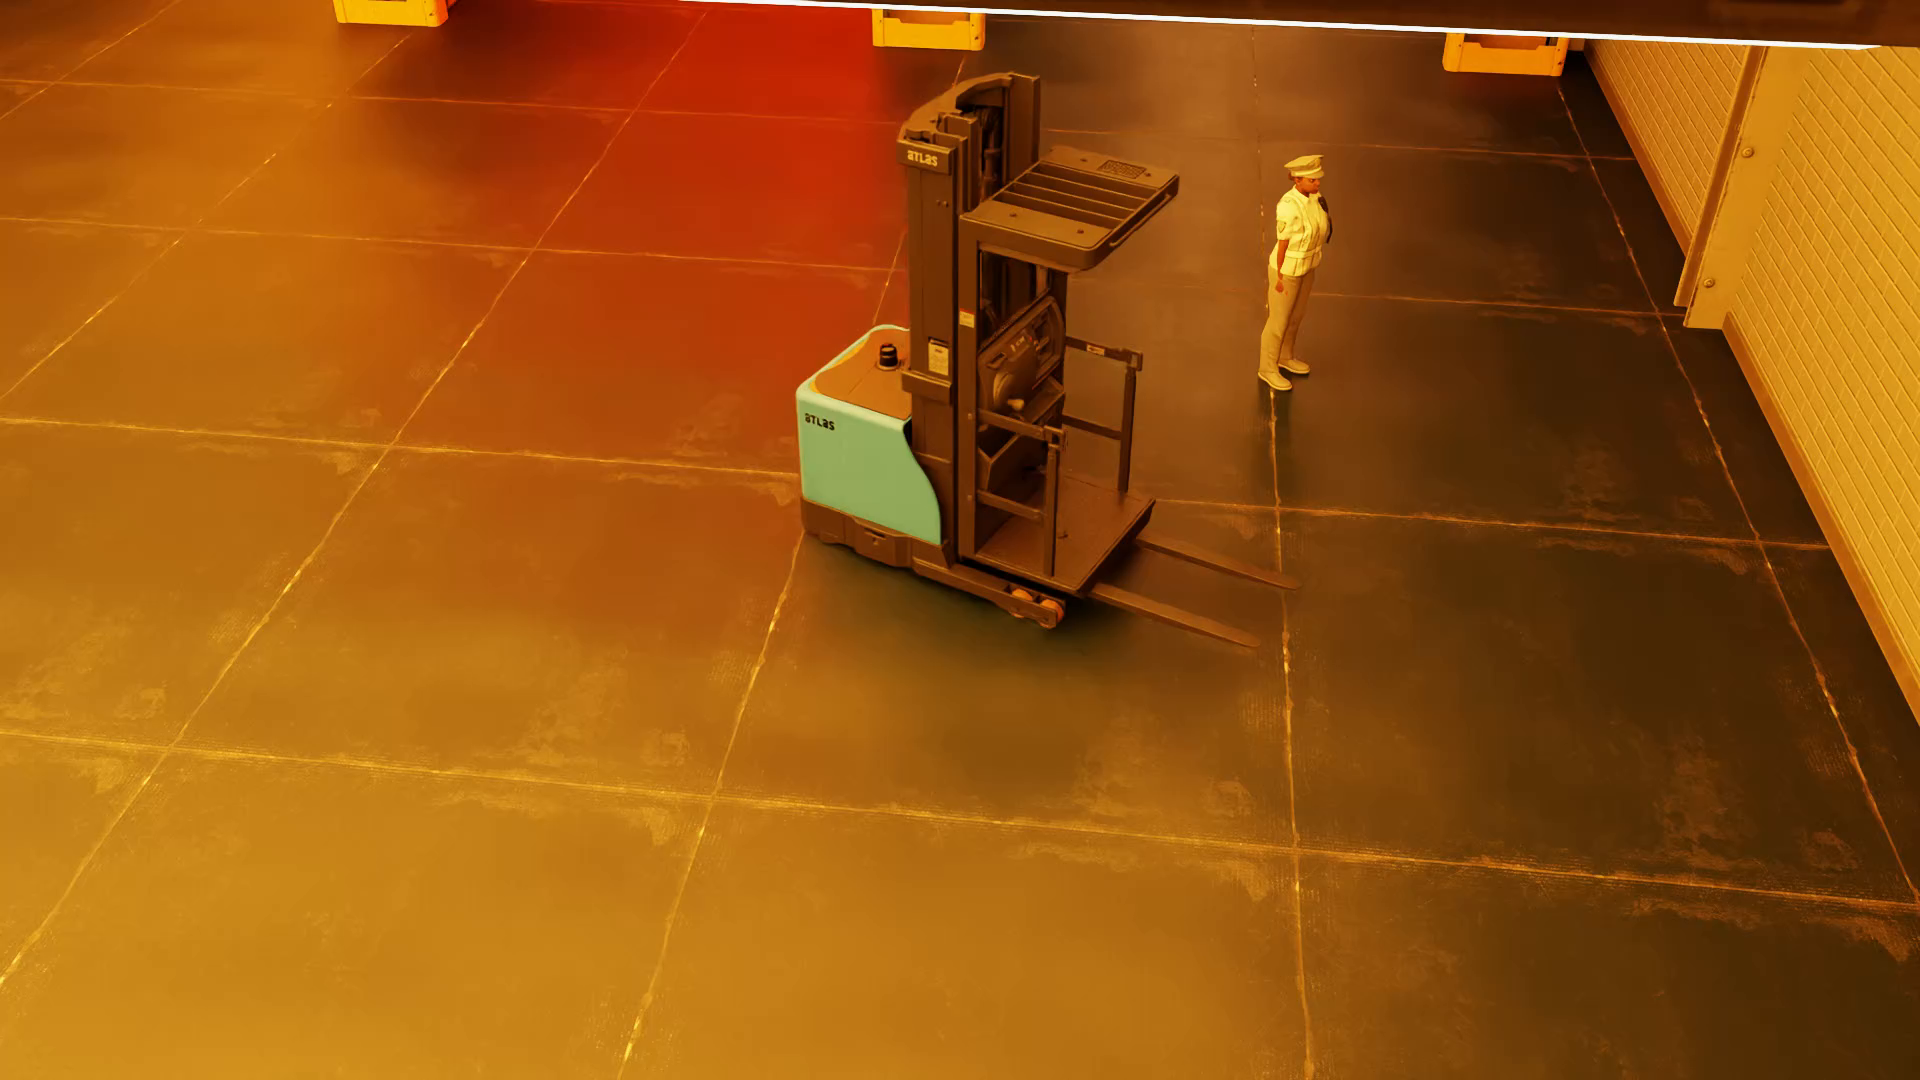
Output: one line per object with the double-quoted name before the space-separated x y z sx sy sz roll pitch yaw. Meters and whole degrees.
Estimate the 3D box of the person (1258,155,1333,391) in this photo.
"person" 2.349 -1.897 11.651 0.352 1.694 0.452 26 44 30

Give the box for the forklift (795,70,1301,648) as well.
"forklift" 0.531 -1.022 9.416 3.031 2.935 1.130 19 40 24
